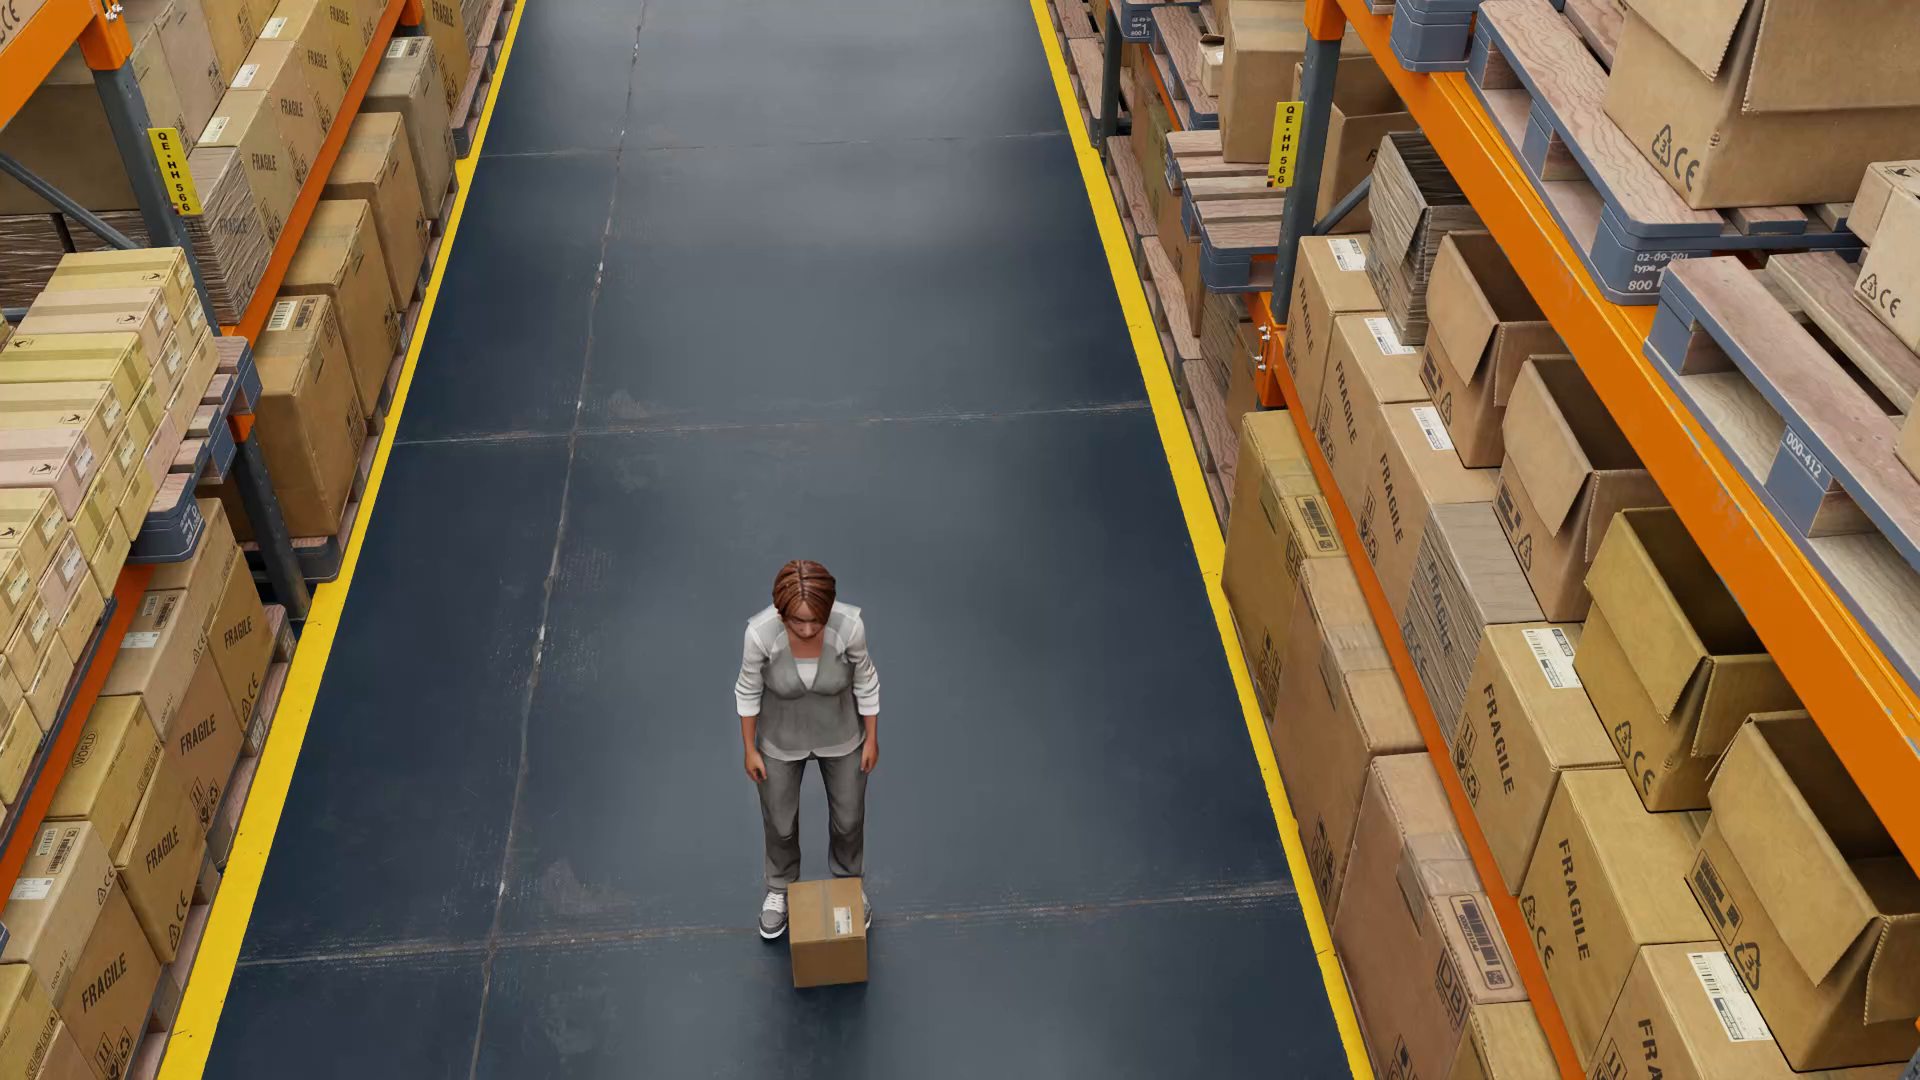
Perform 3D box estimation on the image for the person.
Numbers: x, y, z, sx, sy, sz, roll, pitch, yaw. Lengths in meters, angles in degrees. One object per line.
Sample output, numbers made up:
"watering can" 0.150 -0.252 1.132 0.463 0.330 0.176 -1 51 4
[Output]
"person" -0.480 0.658 5.370 0.462 1.593 0.344 -5 40 -5
